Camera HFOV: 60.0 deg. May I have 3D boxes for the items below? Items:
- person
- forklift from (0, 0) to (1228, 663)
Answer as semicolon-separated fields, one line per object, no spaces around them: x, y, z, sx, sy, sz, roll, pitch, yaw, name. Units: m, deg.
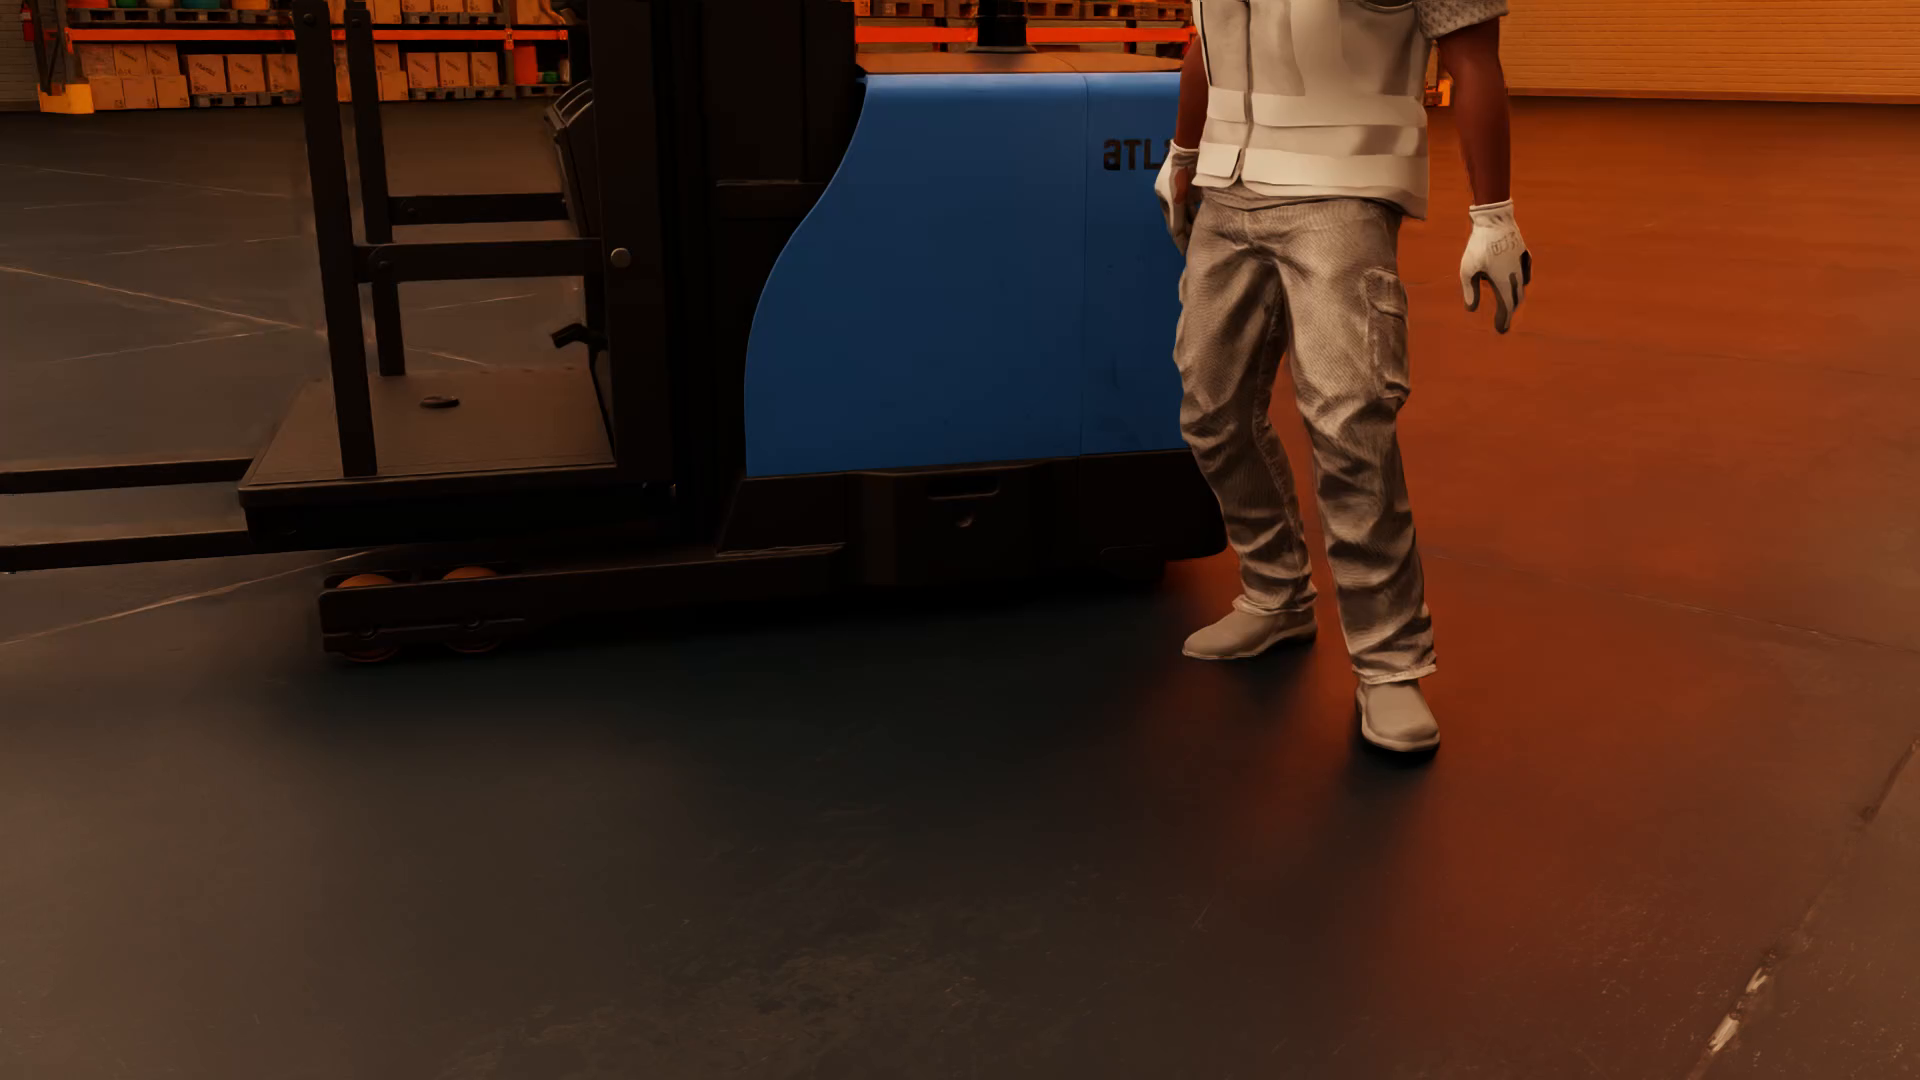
0.584;-0.573;2.874;0.458;1.745;0.884;-11;20;-32;person
-0.988;-1.338;3.303;3.031;2.935;1.130;-4;17;-14;forklift
